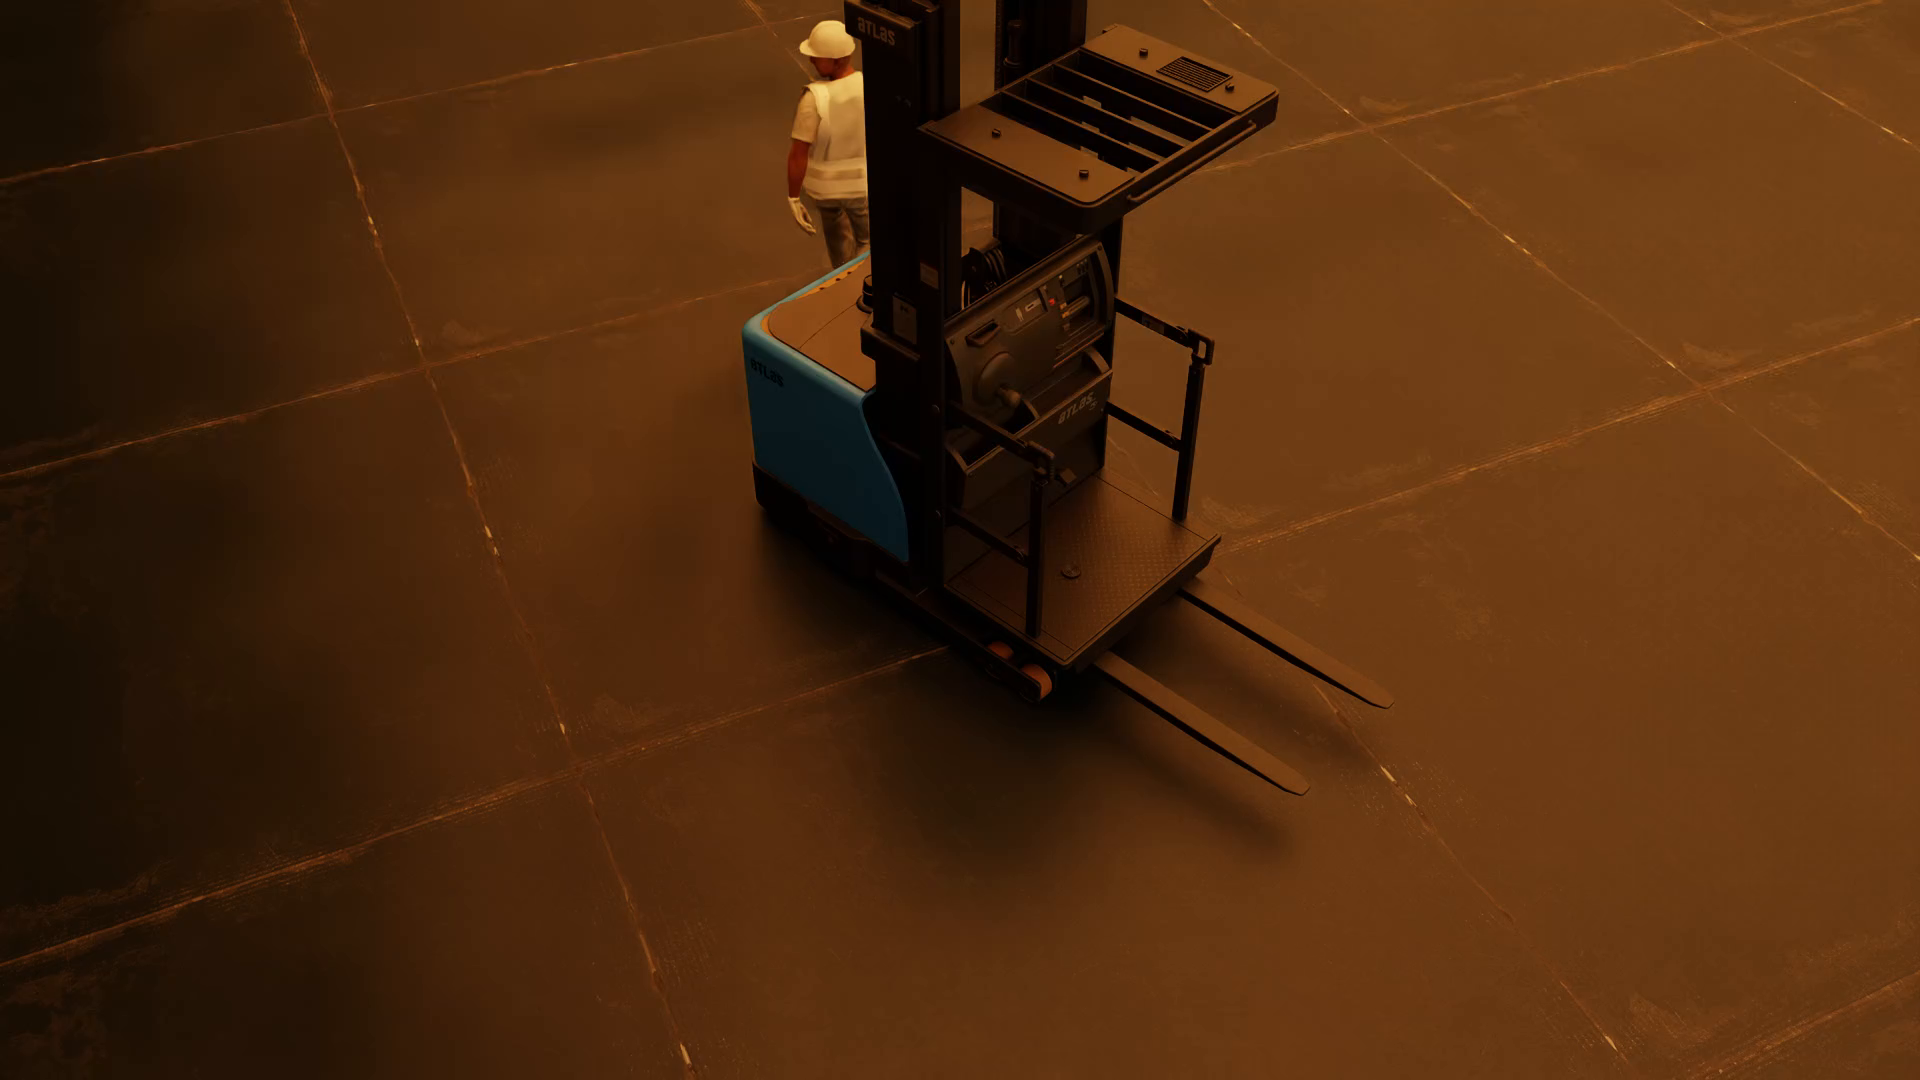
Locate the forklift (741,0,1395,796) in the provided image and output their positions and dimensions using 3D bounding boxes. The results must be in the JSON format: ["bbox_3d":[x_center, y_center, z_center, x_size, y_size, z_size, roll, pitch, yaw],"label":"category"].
[{"bbox_3d":[0.445,-0.788,6.525,3.031,2.935,1.130,32,52,30],"label":"forklift"}]

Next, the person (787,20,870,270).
[{"bbox_3d":[-0.611,-1.907,8.649,0.576,1.692,0.962,-4,43,-4],"label":"person"}]
